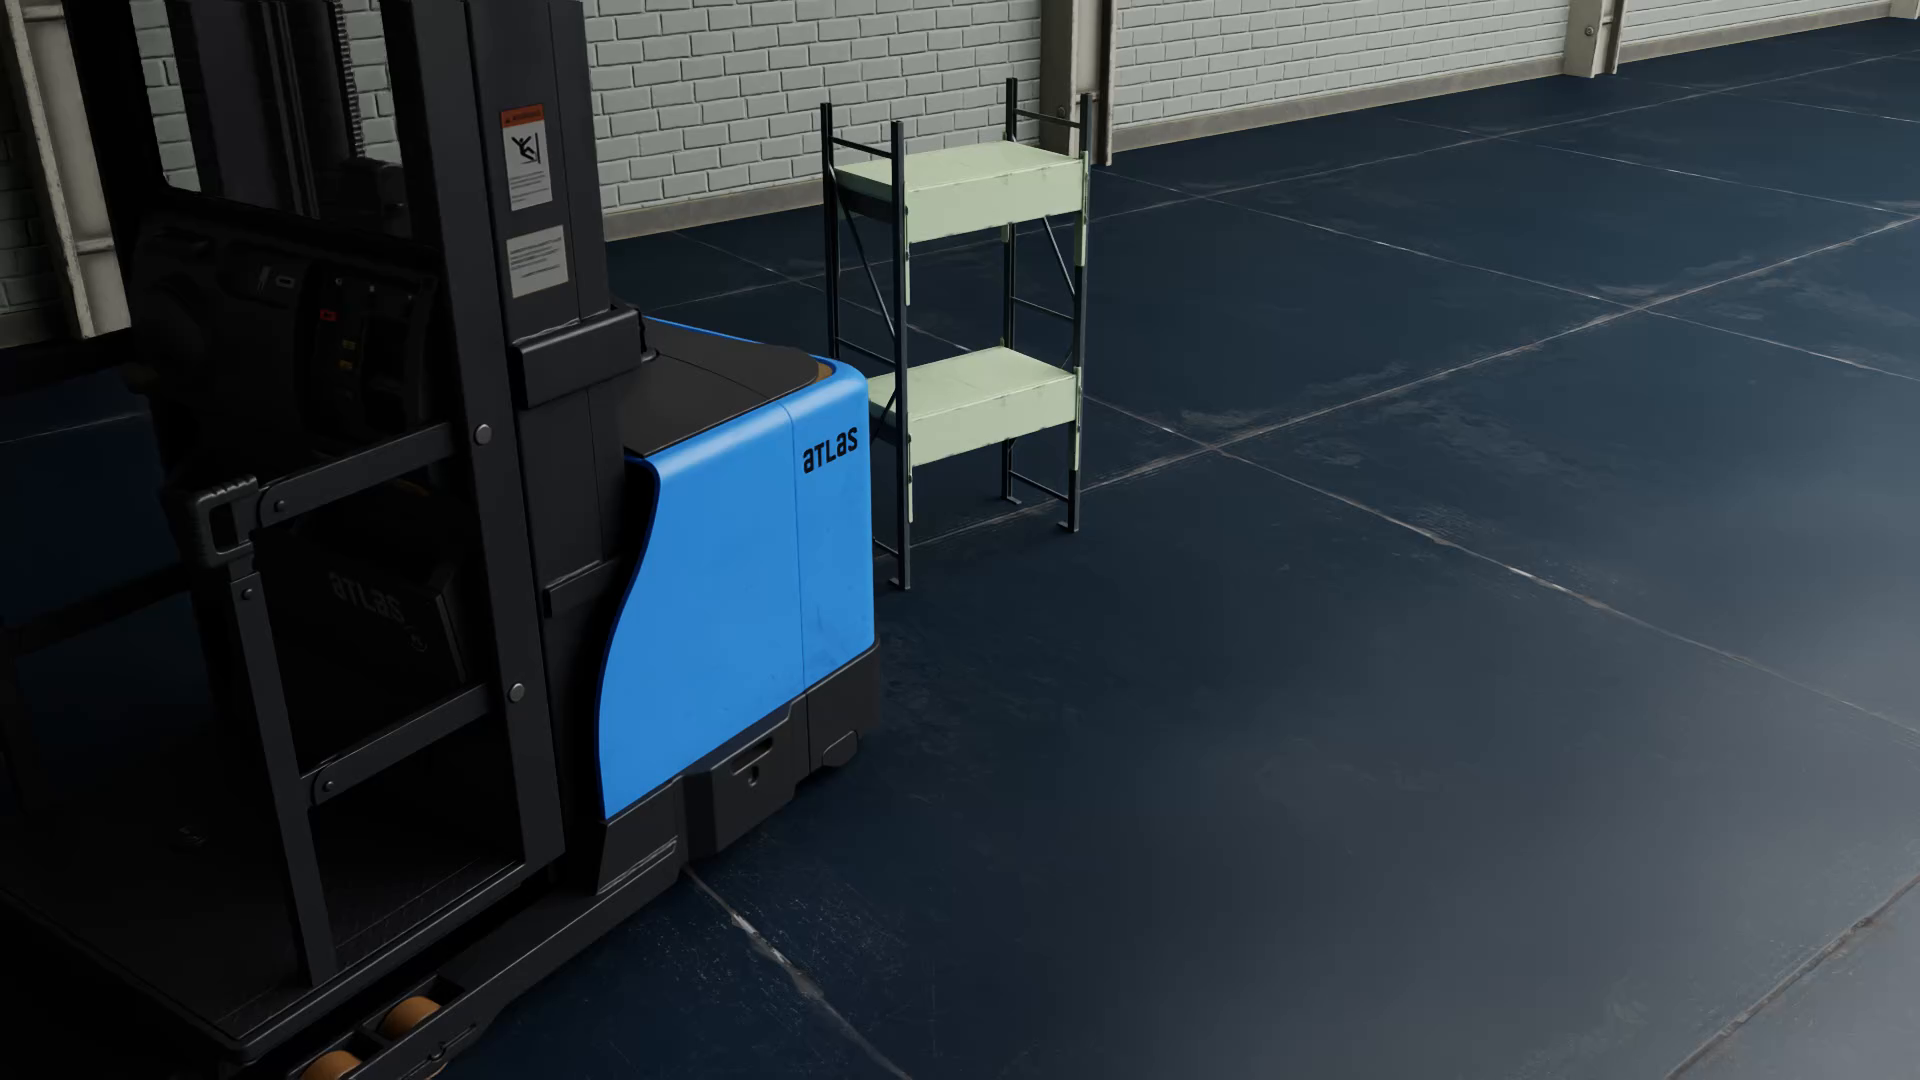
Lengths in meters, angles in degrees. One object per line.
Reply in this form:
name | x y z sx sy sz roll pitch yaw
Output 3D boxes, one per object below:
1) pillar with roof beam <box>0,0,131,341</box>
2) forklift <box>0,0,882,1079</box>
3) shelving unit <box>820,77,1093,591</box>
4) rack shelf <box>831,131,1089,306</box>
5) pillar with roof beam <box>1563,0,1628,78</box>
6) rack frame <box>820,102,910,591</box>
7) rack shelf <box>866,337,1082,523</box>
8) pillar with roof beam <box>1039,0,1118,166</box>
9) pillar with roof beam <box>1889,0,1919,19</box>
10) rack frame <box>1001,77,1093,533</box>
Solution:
pillar with roof beam | -1.291 -3.623 2.868 0.400 9.000 9.100 -18 31 -34
forklift | -1.461 -0.392 3.113 1.130 2.935 3.031 16 29 31
shelving unit | -0.005 -0.679 5.431 0.755 1.500 0.431 -18 31 -34
rack shelf | -0.005 -1.033 5.266 0.720 0.370 0.431 -18 31 -34
pillar with roof beam | 8.152 -6.741 9.584 0.400 9.000 9.100 -18 31 -34
rack frame | -0.293 -0.583 5.226 0.023 1.500 0.400 -18 31 -34
rack shelf | -0.005 -0.383 5.568 0.720 0.370 0.431 -18 31 -34
pillar with roof beam | 3.430 -5.182 6.226 0.400 9.000 9.100 -18 31 -34
pillar with roof beam | 12.873 -8.299 12.943 0.400 9.000 9.100 -18 31 -34
rack frame | 0.283 -0.774 5.635 0.023 1.500 0.400 -18 31 -34
